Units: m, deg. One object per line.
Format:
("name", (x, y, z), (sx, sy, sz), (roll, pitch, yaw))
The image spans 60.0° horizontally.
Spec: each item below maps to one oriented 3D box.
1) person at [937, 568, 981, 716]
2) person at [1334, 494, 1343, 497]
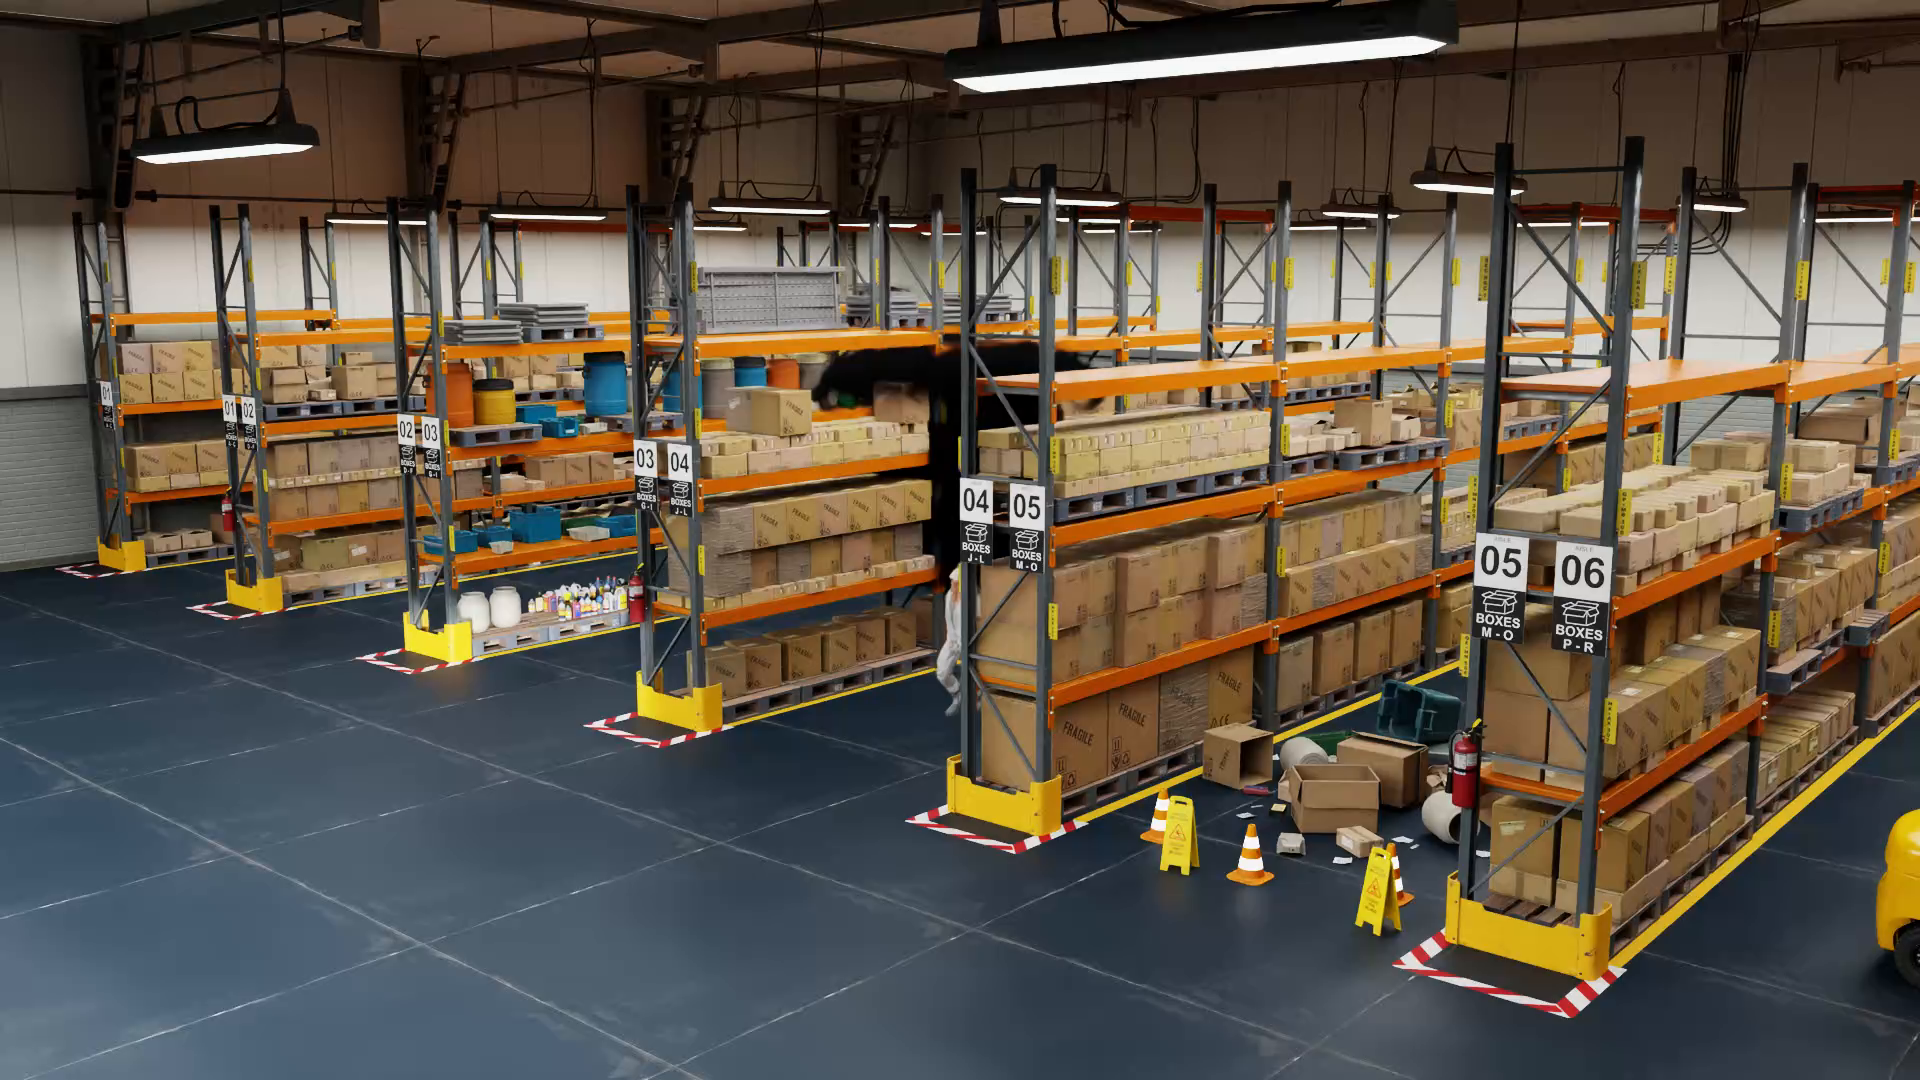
("person", (0.005, 1.140, 18.124), (0.628, 1.734, 0.821), (7, 11, 34))
("person", (5.653, 0.188, 24.752), (0.650, 1.766, 0.773), (8, 13, 41))
